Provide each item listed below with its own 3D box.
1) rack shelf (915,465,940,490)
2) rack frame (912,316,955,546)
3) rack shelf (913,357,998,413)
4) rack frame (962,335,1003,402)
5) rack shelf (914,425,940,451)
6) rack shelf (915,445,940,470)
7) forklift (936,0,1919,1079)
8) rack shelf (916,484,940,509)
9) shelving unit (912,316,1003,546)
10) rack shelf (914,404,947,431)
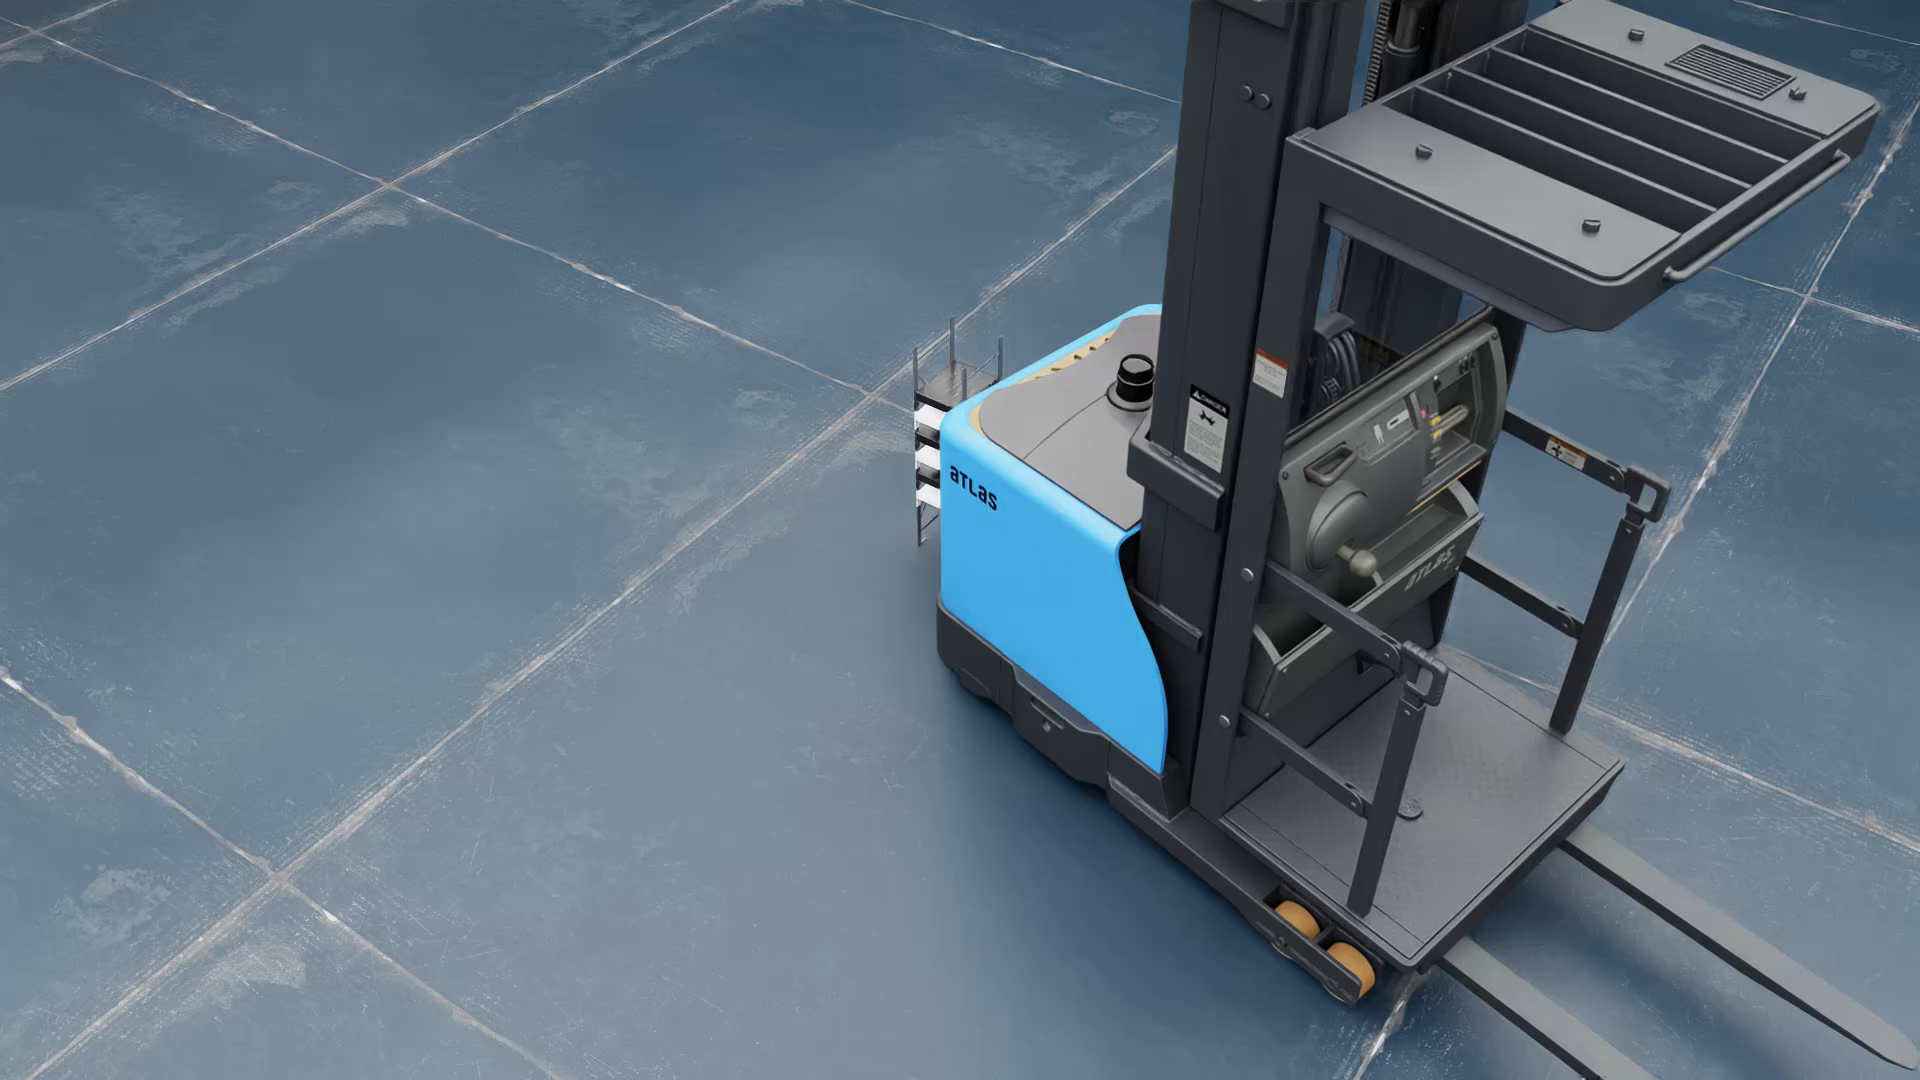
[{"bbox_3d":[-0.007,-0.247,6.036,0.200,0.077,0.258,25,48,25],"label":"rack shelf"},{"bbox_3d":[-0.090,-0.377,5.997,0.006,0.900,0.240,25,48,25],"label":"rack frame"},{"bbox_3d":[-0.007,-0.515,5.796,0.200,0.077,0.258,25,48,25],"label":"rack shelf"},{"bbox_3d":[0.077,-0.300,5.910,0.006,0.900,0.240,25,48,25],"label":"rack frame"},{"bbox_3d":[-0.007,-0.381,5.916,0.200,0.077,0.258,25,48,25],"label":"rack shelf"},{"bbox_3d":[-0.007,-0.314,5.976,0.200,0.077,0.258,25,48,25],"label":"rack shelf"},{"bbox_3d":[1.283,-0.160,4.231,1.130,2.935,3.031,-31,50,-30],"label":"forklift"},{"bbox_3d":[-0.007,-0.179,6.096,0.200,0.077,0.258,25,48,25],"label":"rack shelf"},{"bbox_3d":[-0.007,-0.338,5.953,0.210,0.900,0.258,25,48,25],"label":"shelving unit"},{"bbox_3d":[-0.007,-0.448,5.856,0.200,0.077,0.258,25,48,25],"label":"rack shelf"}]
